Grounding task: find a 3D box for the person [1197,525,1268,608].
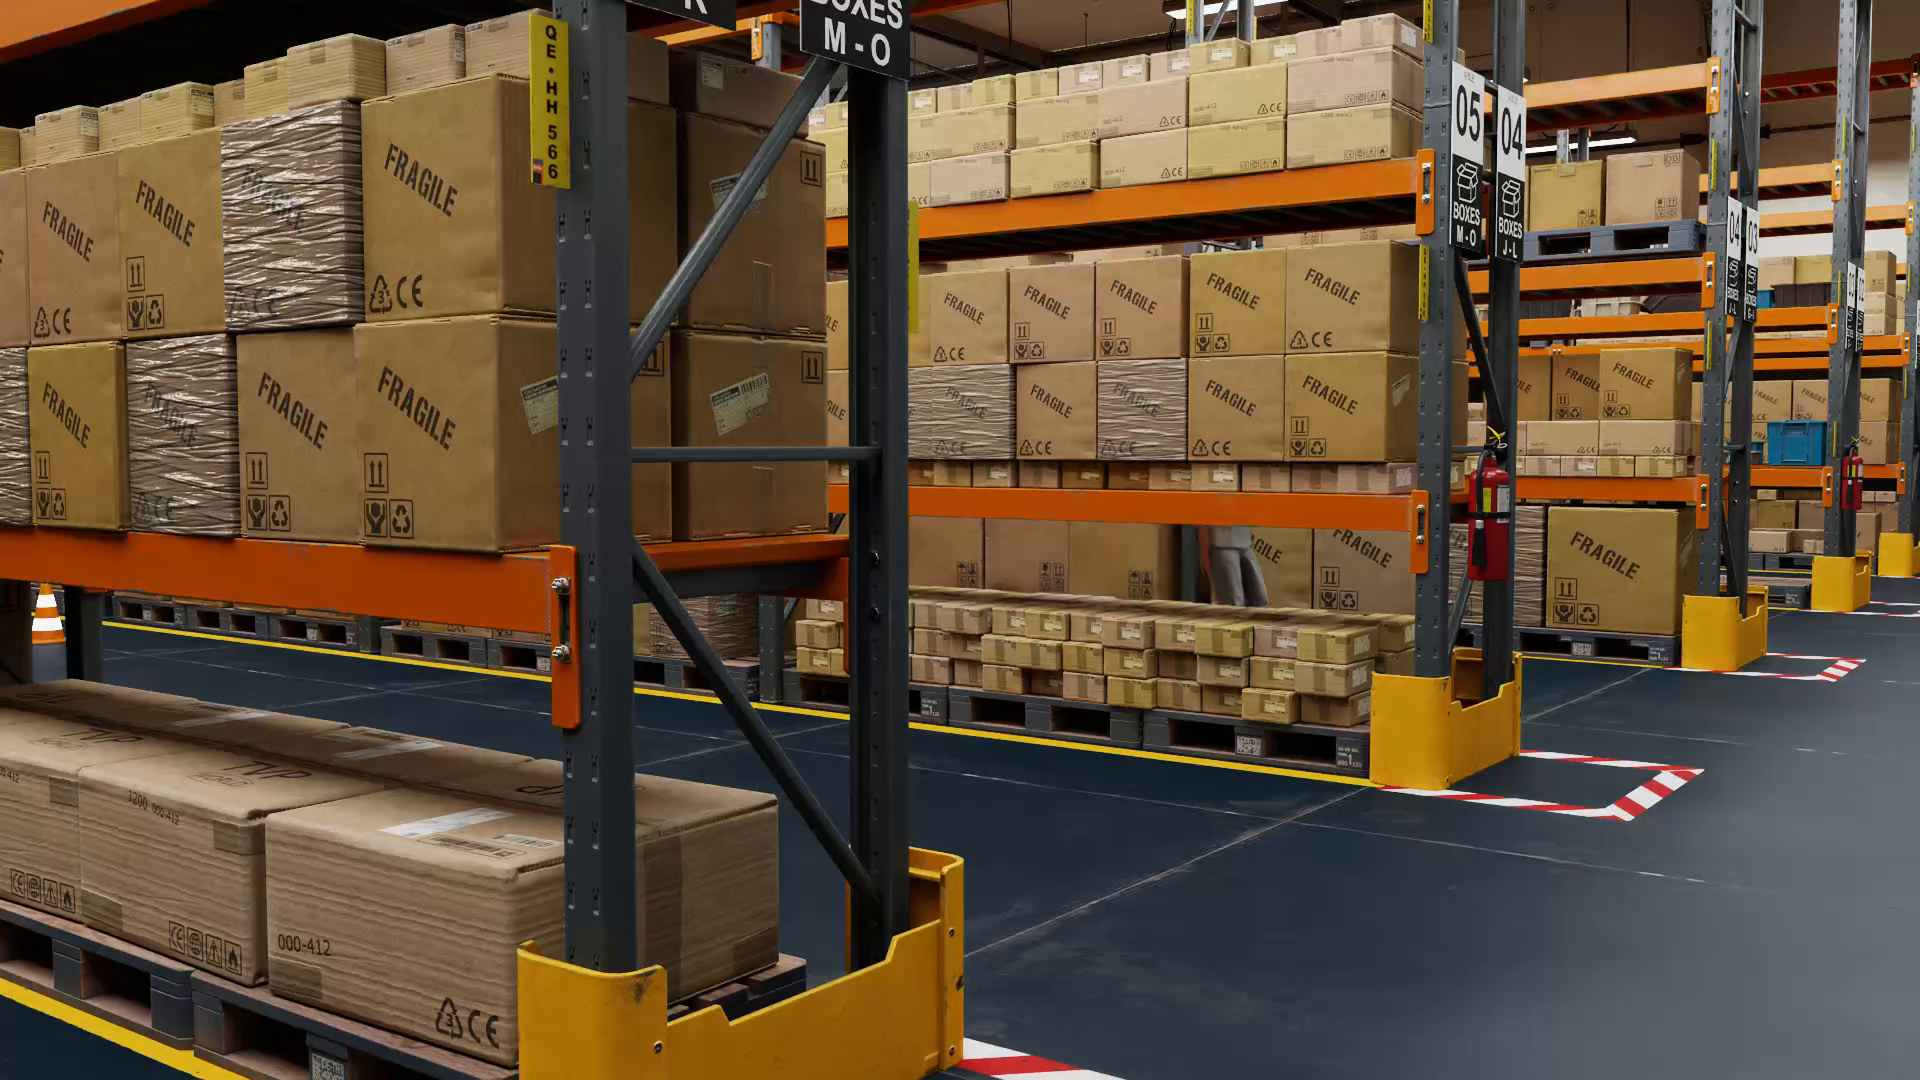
[{"bbox_3d":[1.662,0.074,10.554,0.551,1.640,0.462,3,4,41],"label":"person"}]
